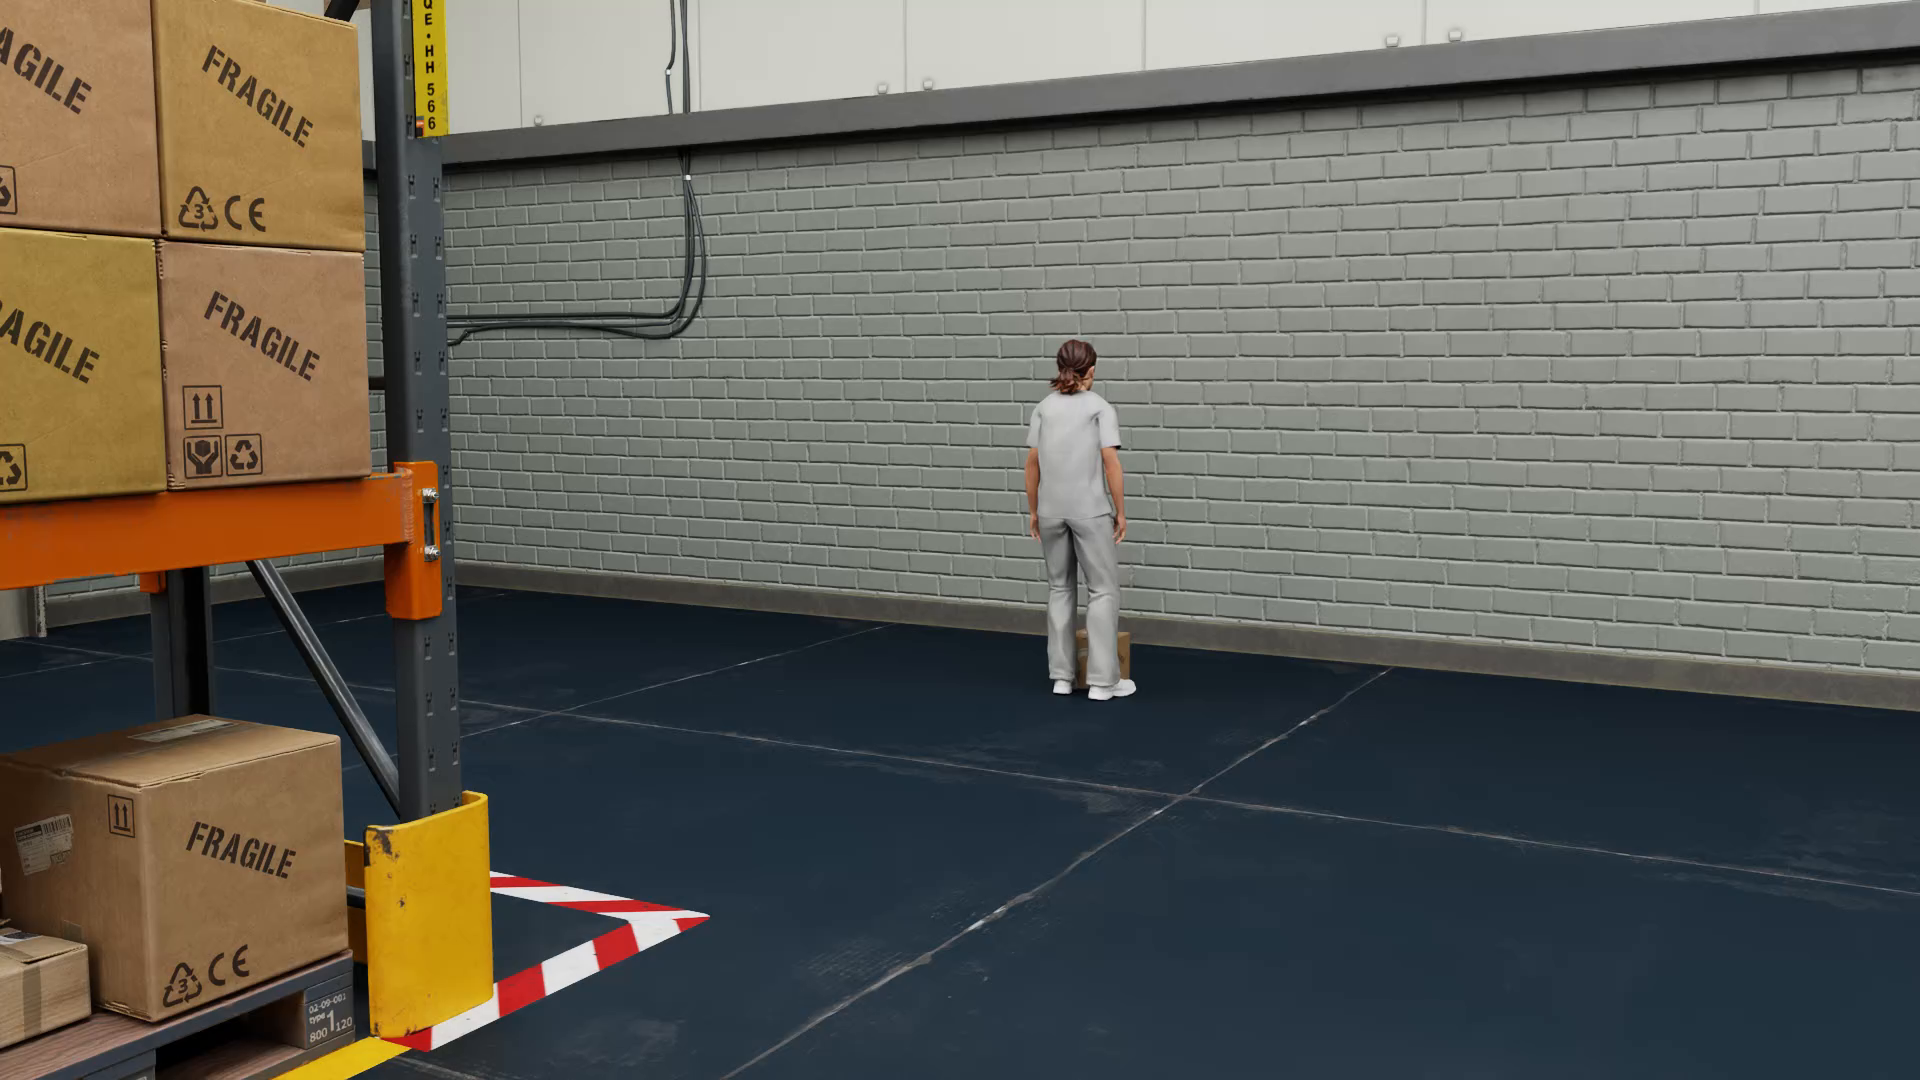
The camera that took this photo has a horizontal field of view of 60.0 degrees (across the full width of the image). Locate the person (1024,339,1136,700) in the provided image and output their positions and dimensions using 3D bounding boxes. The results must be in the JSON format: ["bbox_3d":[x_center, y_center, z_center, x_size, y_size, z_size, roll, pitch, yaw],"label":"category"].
[{"bbox_3d":[0.563,-0.039,7.823,0.504,1.543,0.416,3,7,25],"label":"person"}]
